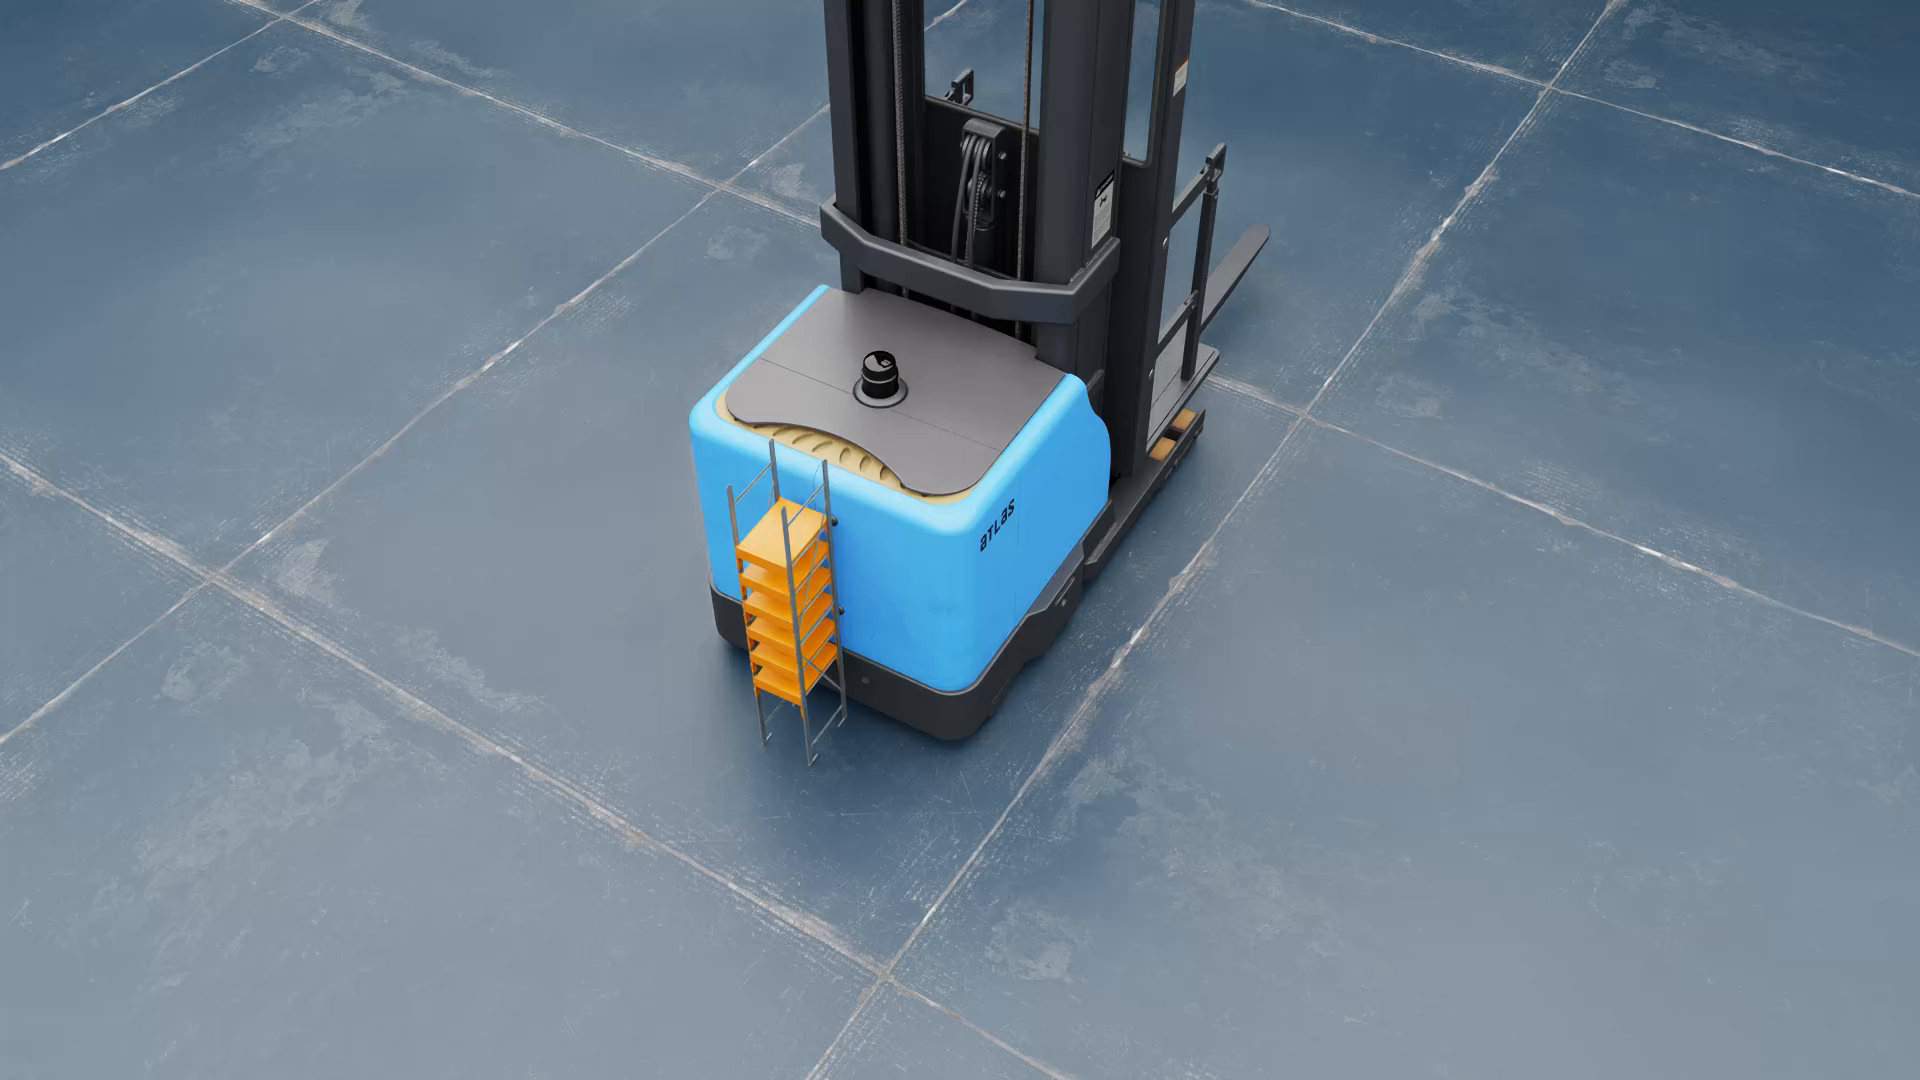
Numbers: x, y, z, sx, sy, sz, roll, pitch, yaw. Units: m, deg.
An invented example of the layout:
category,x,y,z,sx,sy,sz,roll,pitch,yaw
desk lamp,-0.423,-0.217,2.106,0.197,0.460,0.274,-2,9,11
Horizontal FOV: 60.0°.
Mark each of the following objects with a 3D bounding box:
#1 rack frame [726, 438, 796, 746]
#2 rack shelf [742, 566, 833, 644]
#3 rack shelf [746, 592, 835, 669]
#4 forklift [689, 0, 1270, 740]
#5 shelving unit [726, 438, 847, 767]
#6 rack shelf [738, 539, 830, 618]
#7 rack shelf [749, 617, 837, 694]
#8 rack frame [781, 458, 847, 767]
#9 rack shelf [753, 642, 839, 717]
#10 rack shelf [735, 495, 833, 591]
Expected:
category,x,y,z,sx,sy,sz,roll,pitch,yaw
rack frame,-0.604,0.195,5.224,0.006,1.200,0.240,21,50,19
rack shelf,-0.524,0.174,5.139,0.180,0.103,0.258,21,50,19
rack shelf,-0.524,0.258,5.225,0.180,0.103,0.258,21,50,19
forklift,0.310,-1.408,5.575,1.130,2.935,3.031,22,50,20
shelving unit,-0.524,0.227,5.193,0.189,1.200,0.258,21,50,19
rack shelf,-0.524,0.090,5.053,0.180,0.103,0.258,21,50,19
rack shelf,-0.524,0.341,5.311,0.180,0.103,0.258,21,50,19
rack frame,-0.444,0.258,5.163,0.006,1.200,0.240,21,50,19
rack shelf,-0.524,0.425,5.397,0.180,0.103,0.258,21,50,19
rack shelf,-0.524,0.007,4.967,0.180,0.103,0.258,21,50,19
